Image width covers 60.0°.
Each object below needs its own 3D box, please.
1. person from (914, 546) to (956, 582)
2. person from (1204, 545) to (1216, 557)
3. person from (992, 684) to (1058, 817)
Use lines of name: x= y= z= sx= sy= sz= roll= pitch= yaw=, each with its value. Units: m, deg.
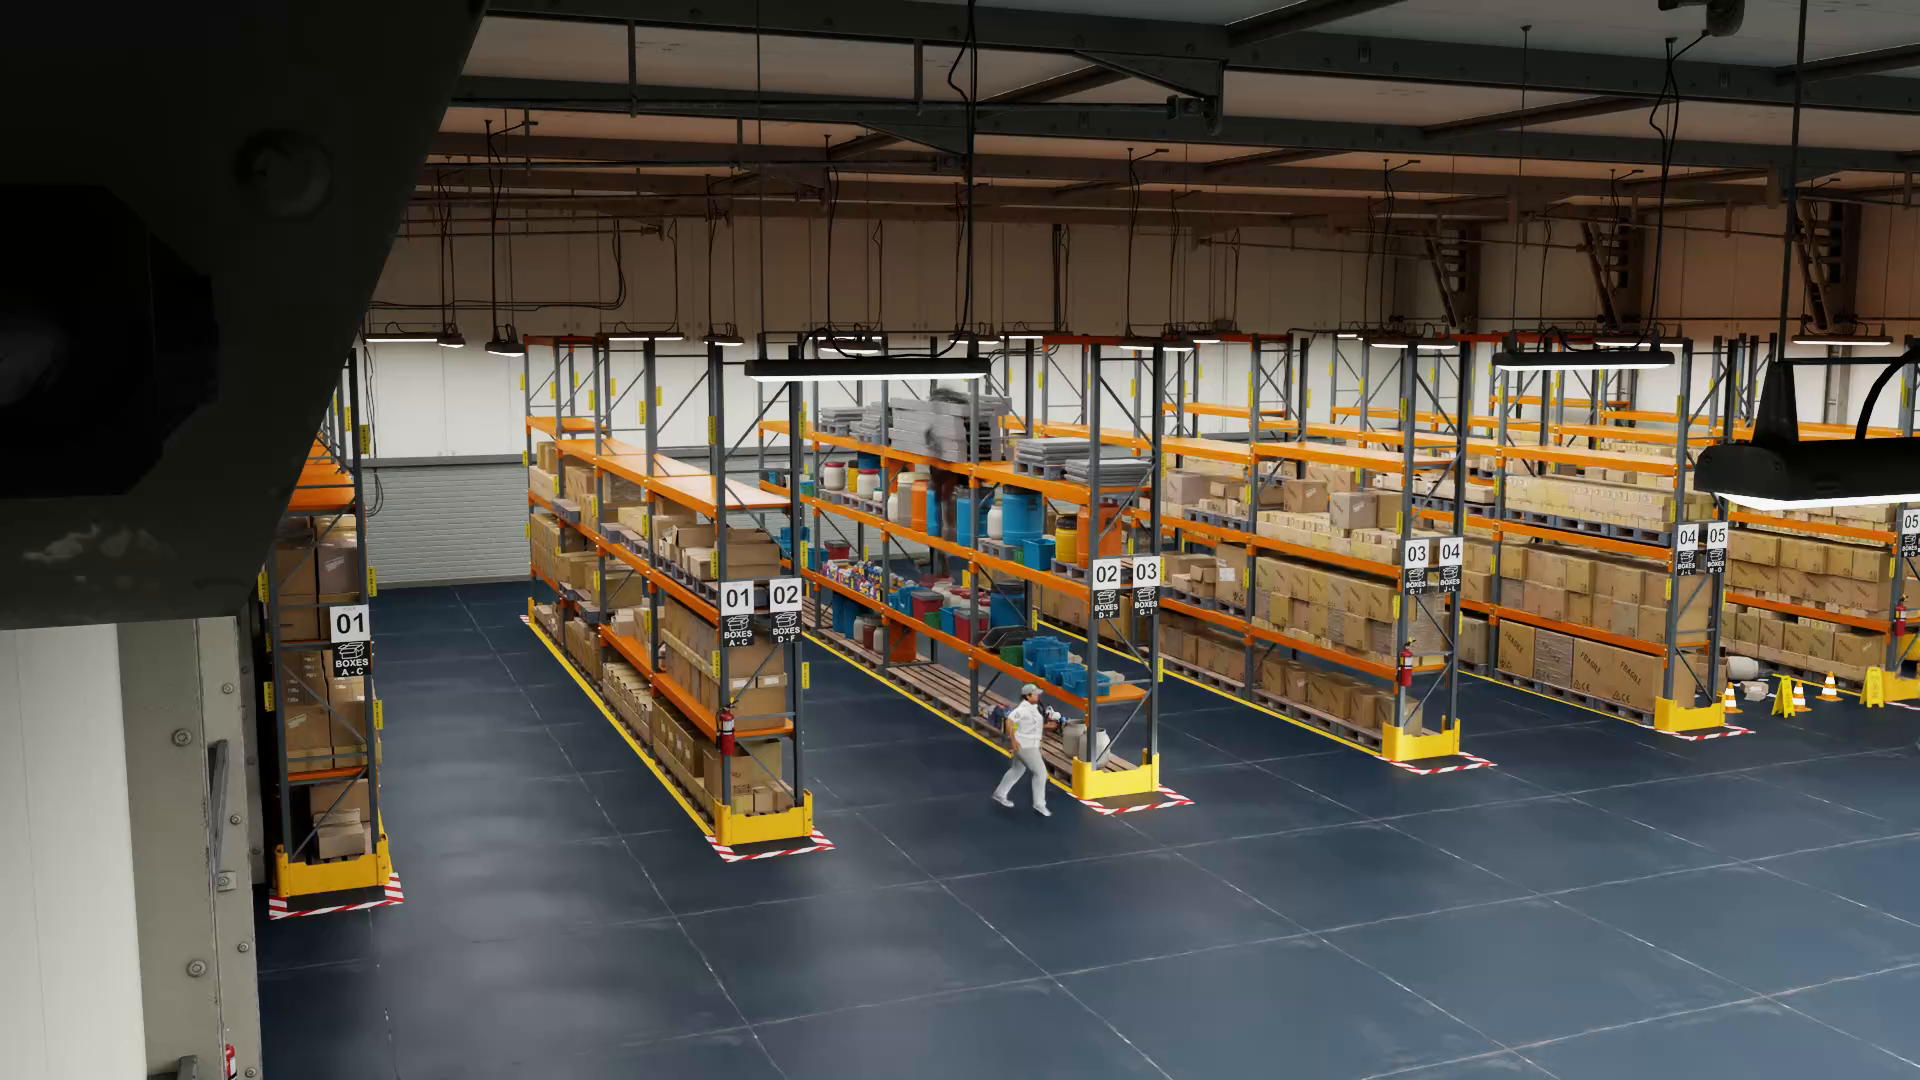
person: x=-0.617 y=0.149 z=40.173 sx=1.074 sy=1.777 sz=0.712 roll=2 pitch=8 yaw=13
person: x=6.562 y=-0.191 z=42.614 sx=0.601 sy=1.733 sz=0.686 roll=-5 pitch=9 yaw=-34
person: x=0.825 y=2.685 z=21.305 sx=0.846 sy=1.724 sz=0.575 roll=1 pitch=8 yaw=5
